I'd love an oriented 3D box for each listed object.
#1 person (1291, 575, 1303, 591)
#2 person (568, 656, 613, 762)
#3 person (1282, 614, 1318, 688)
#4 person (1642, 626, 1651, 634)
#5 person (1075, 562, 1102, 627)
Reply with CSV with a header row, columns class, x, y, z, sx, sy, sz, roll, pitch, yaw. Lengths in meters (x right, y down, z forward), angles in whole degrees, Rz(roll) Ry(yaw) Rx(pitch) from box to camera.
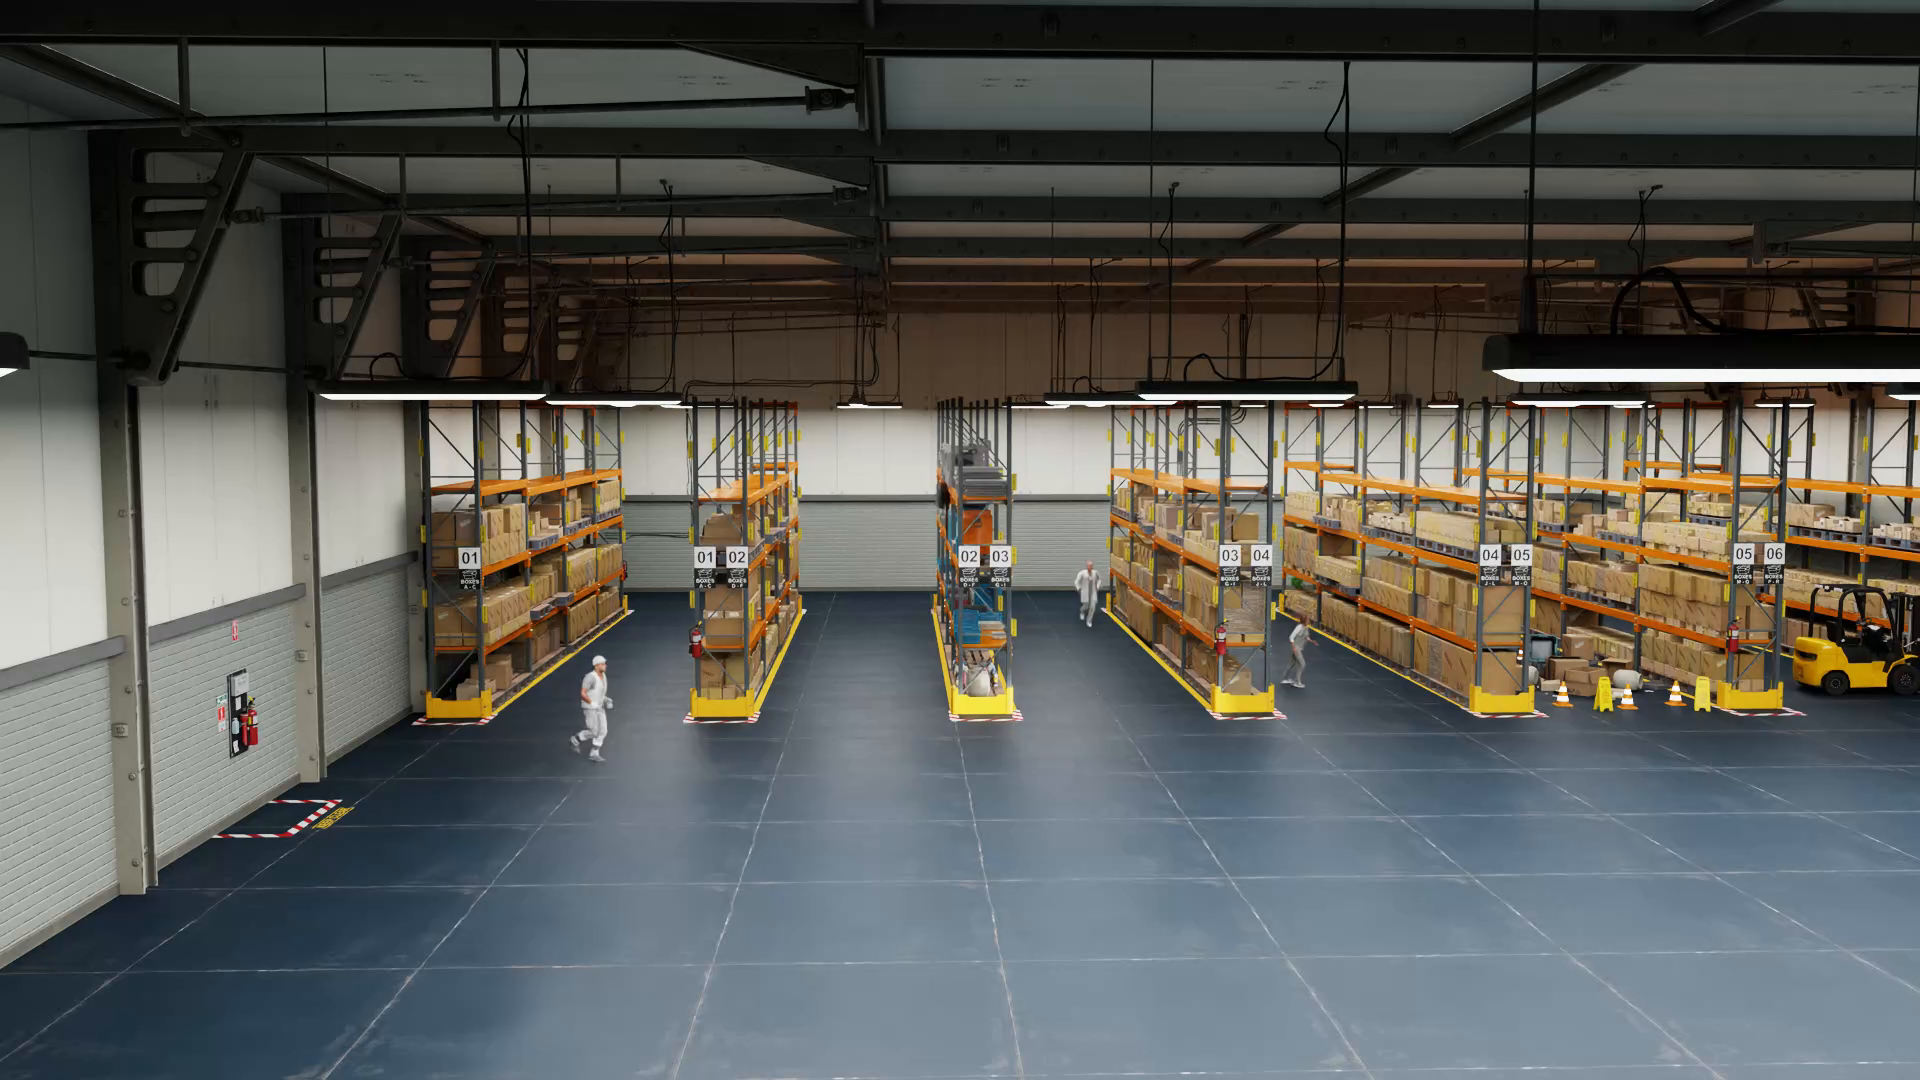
class,x,y,z,sx,sy,sz,roll,pitch,yaw
person,10.439,0.949,50.762,0.565,1.726,0.674,-4,6,-43
person,-6.117,2.762,27.367,0.726,1.744,0.669,1,5,18
person,7.080,2.288,34.669,0.766,1.535,0.608,2,5,26
person,17.627,1.597,42.039,0.697,1.748,0.931,-1,5,-16
person,3.446,1.433,44.600,0.728,1.734,0.721,-1,5,-12
